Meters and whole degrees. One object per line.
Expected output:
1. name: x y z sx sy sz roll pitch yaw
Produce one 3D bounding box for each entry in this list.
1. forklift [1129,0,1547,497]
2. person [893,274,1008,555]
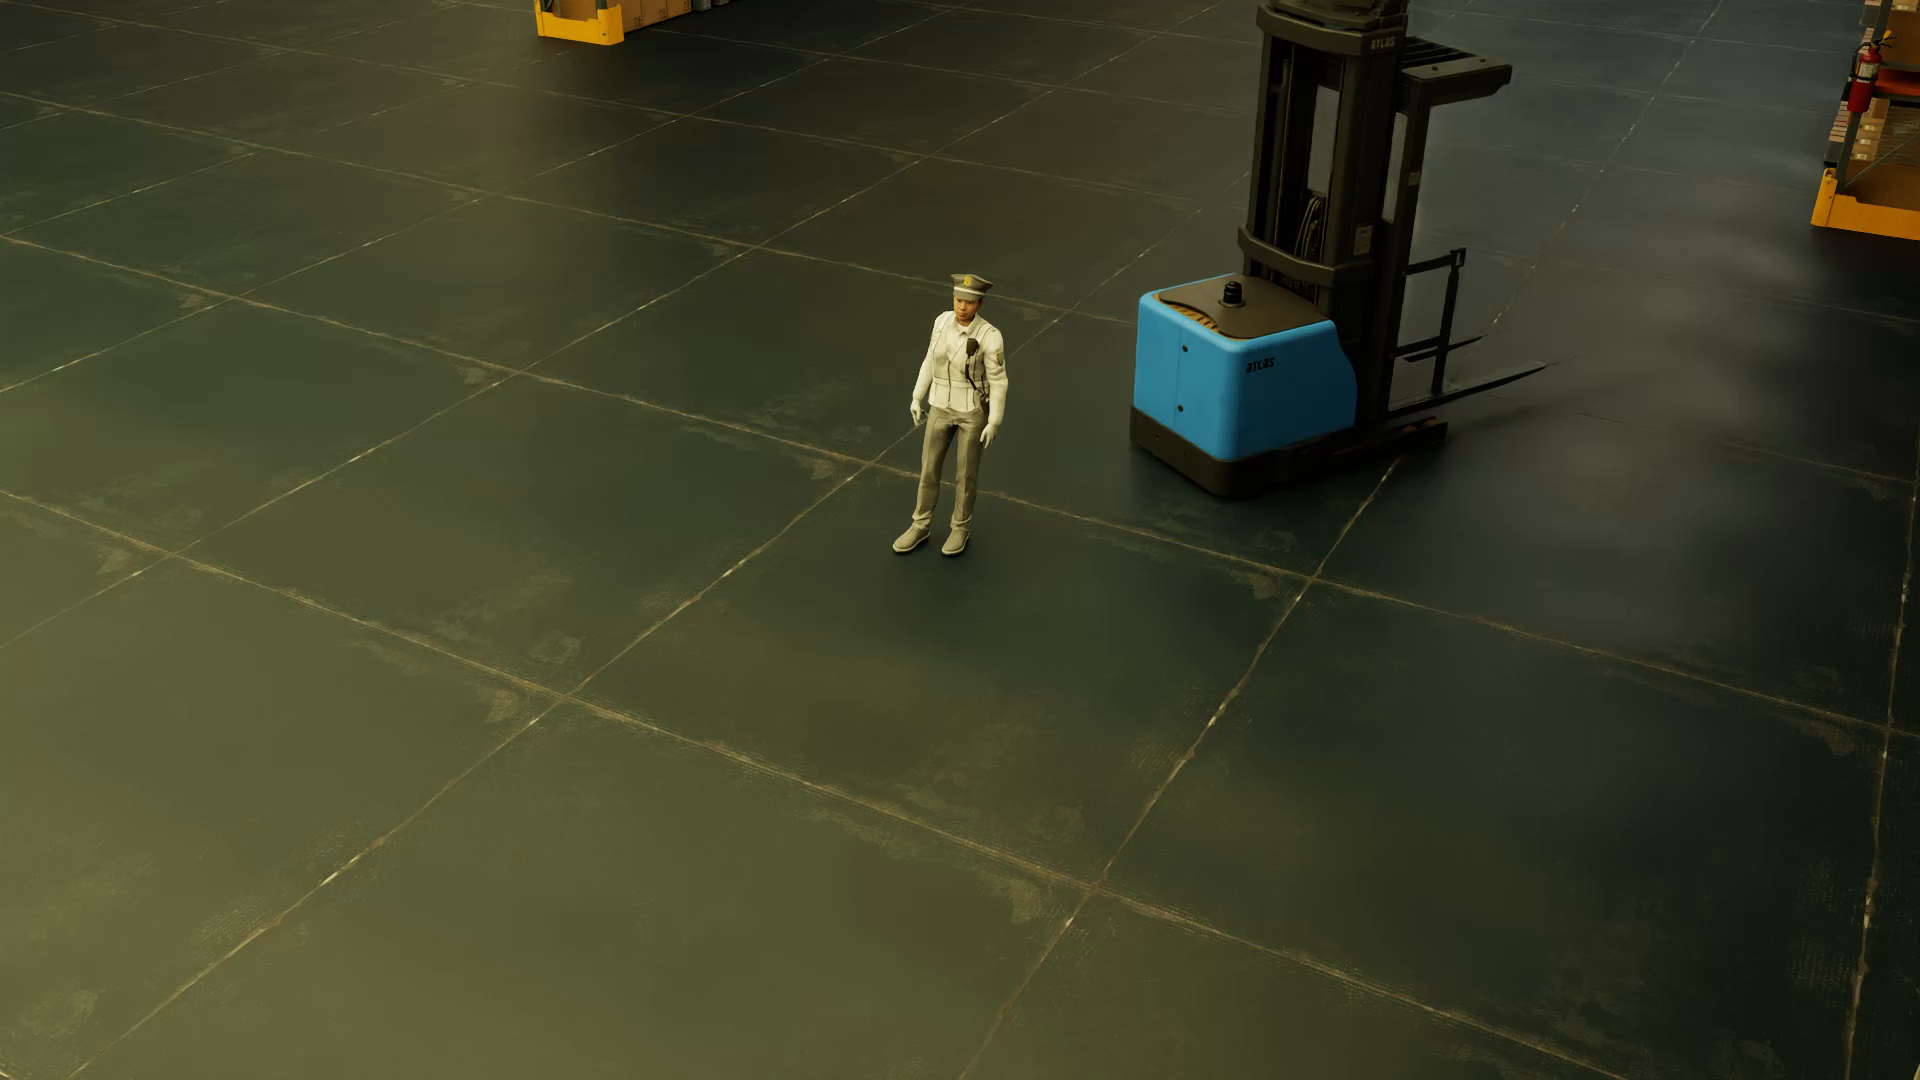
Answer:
1. forklift: 2.656 -2.069 10.656 3.031 2.935 1.130 -16 34 -26
2. person: -0.039 -0.711 9.526 0.587 1.694 0.529 15 33 25
